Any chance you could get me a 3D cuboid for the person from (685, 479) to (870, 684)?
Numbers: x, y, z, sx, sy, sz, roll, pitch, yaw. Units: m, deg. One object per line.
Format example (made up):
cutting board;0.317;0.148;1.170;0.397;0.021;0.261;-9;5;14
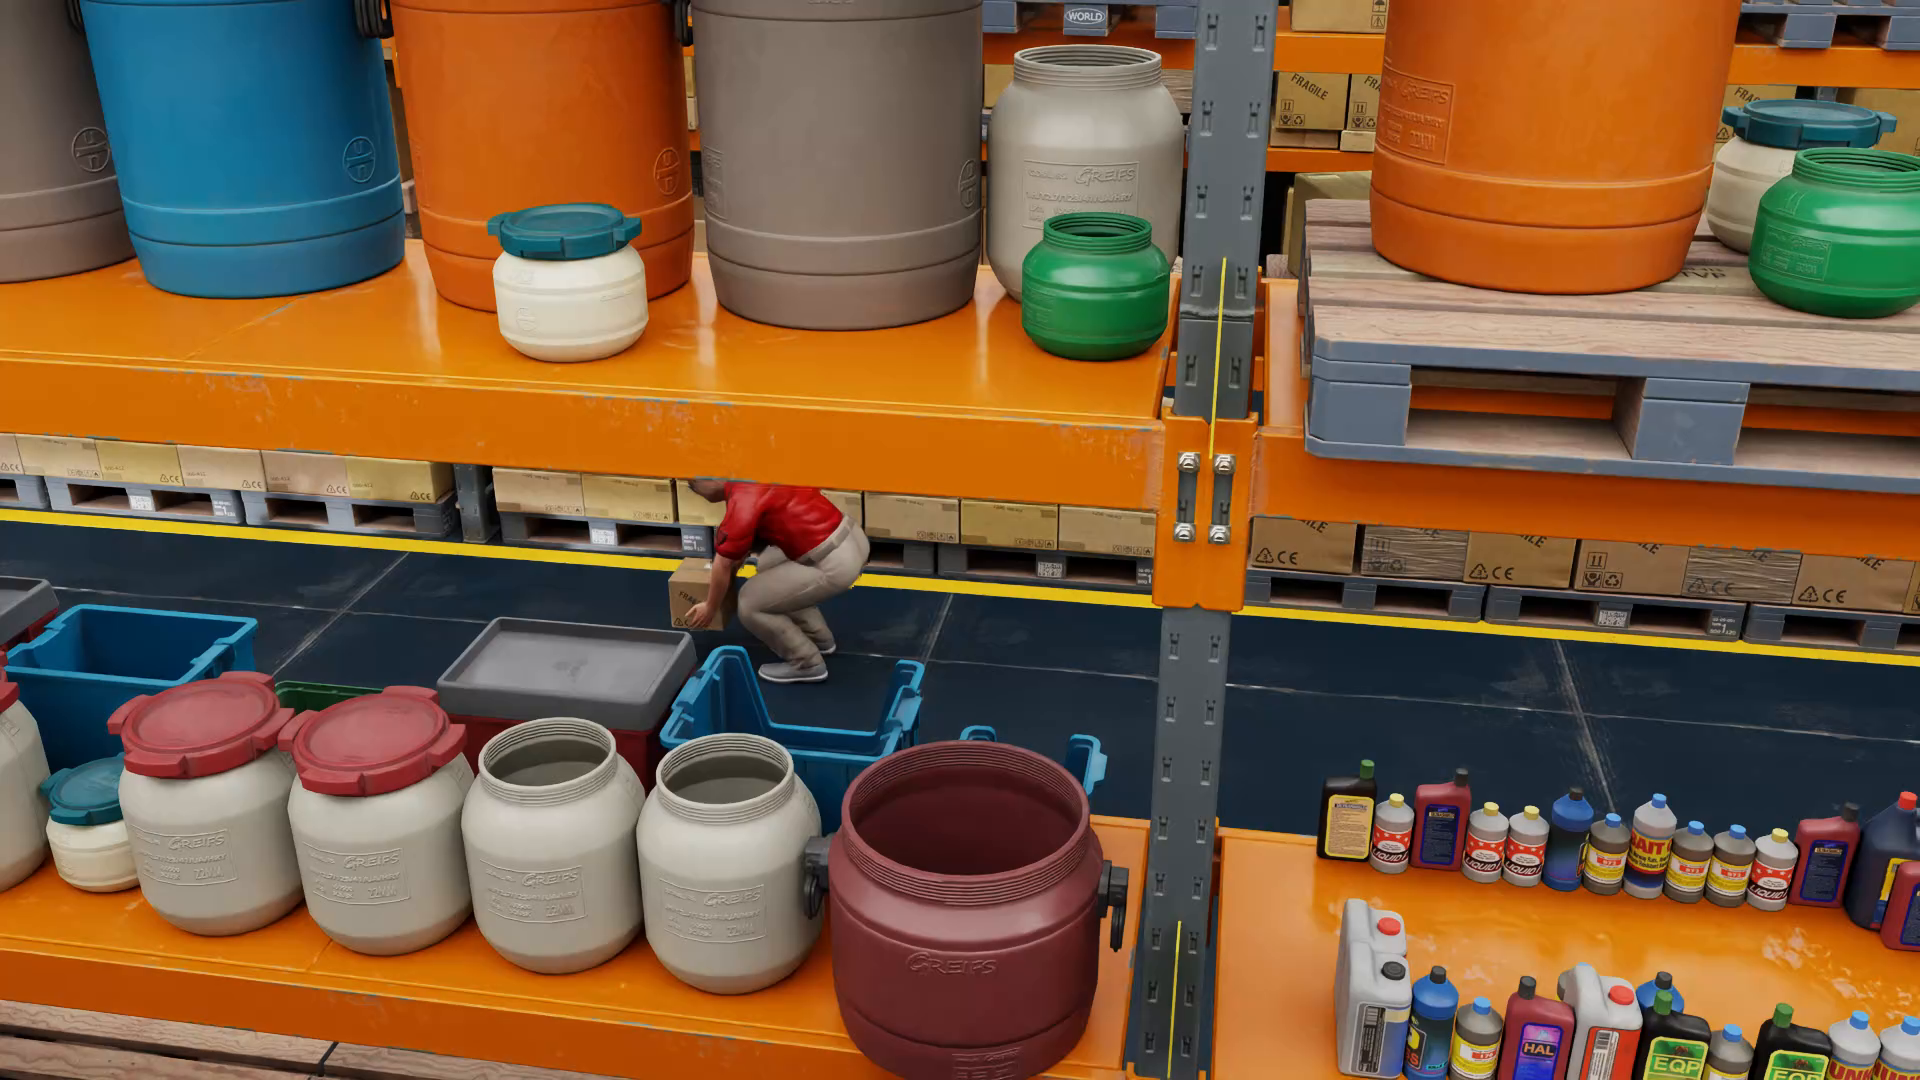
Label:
person;-0.846;0.099;7.659;0.831;1.106;0.569;4;25;9
